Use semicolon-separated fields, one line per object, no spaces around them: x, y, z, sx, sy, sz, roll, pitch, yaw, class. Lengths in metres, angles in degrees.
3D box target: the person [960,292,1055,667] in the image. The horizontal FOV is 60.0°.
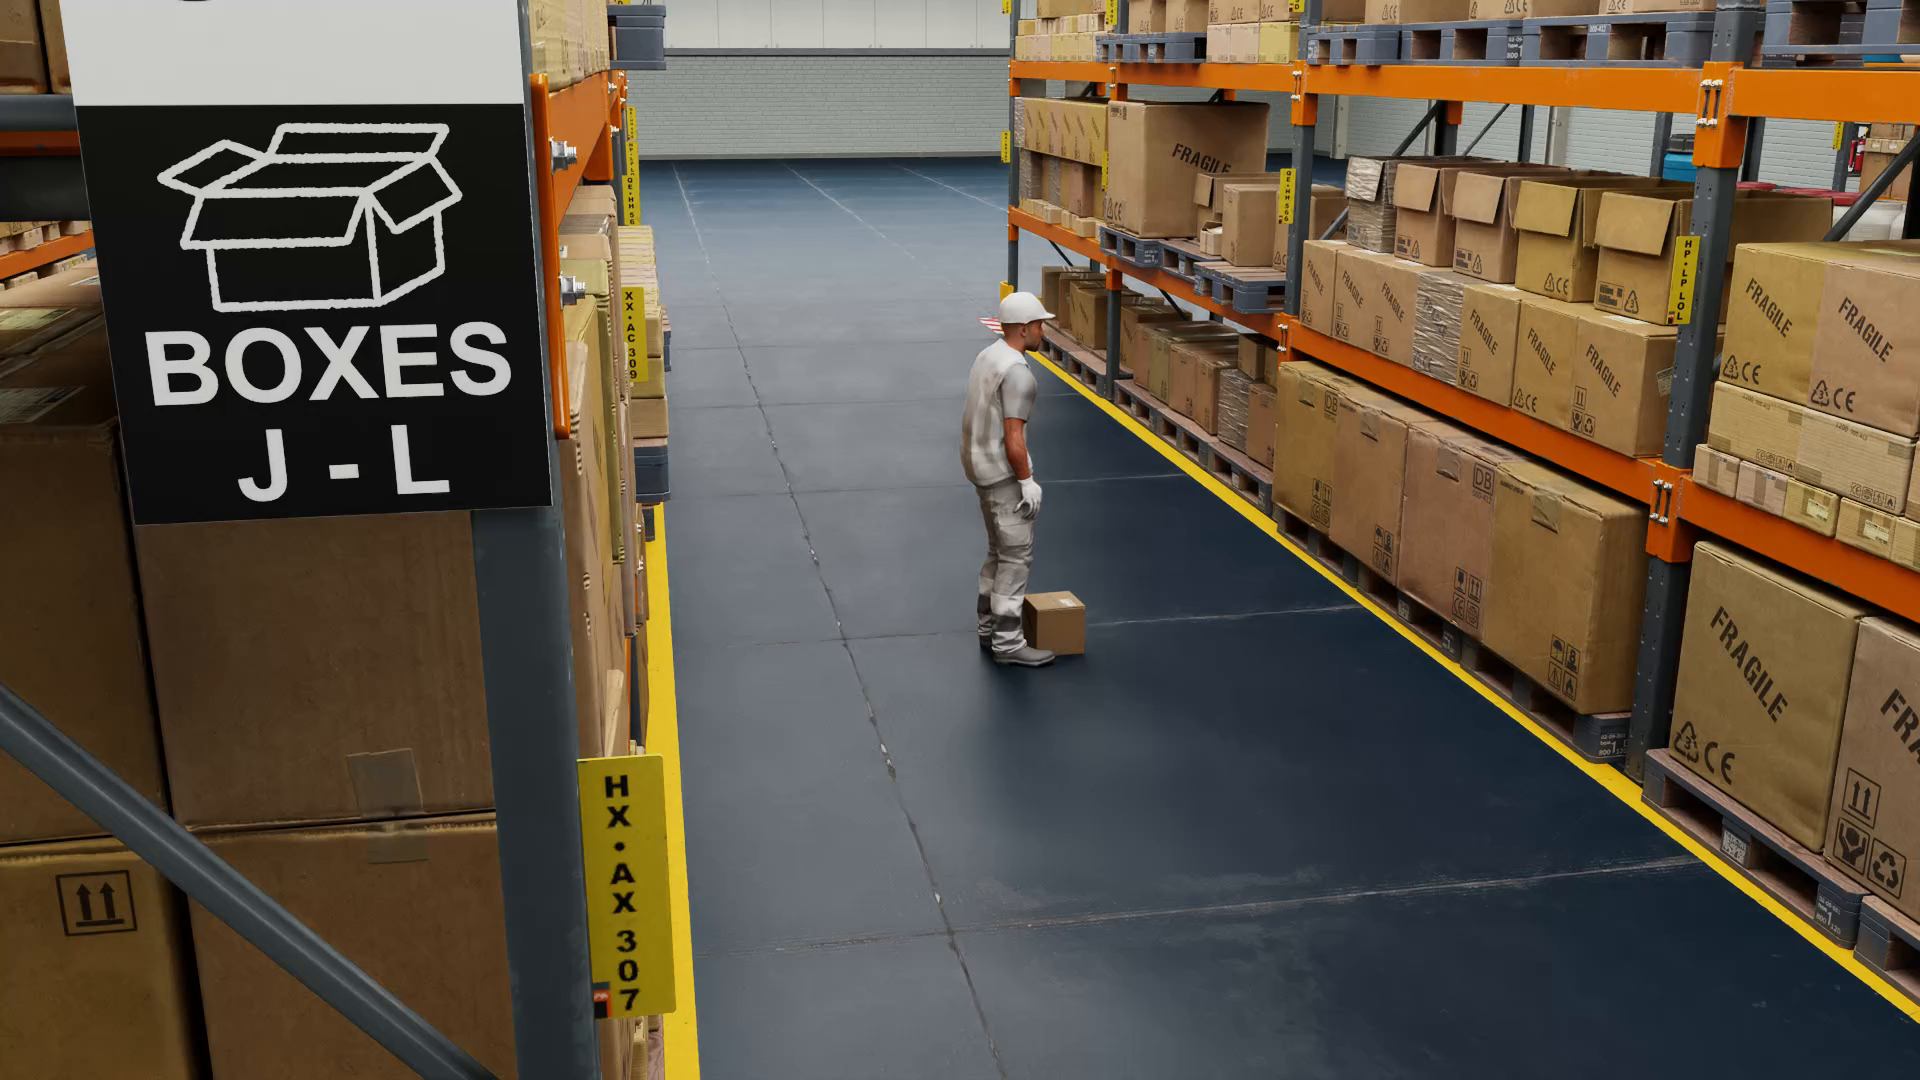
0.240;-0.306;8.062;0.449;1.779;0.619;-4;17;-14;person
